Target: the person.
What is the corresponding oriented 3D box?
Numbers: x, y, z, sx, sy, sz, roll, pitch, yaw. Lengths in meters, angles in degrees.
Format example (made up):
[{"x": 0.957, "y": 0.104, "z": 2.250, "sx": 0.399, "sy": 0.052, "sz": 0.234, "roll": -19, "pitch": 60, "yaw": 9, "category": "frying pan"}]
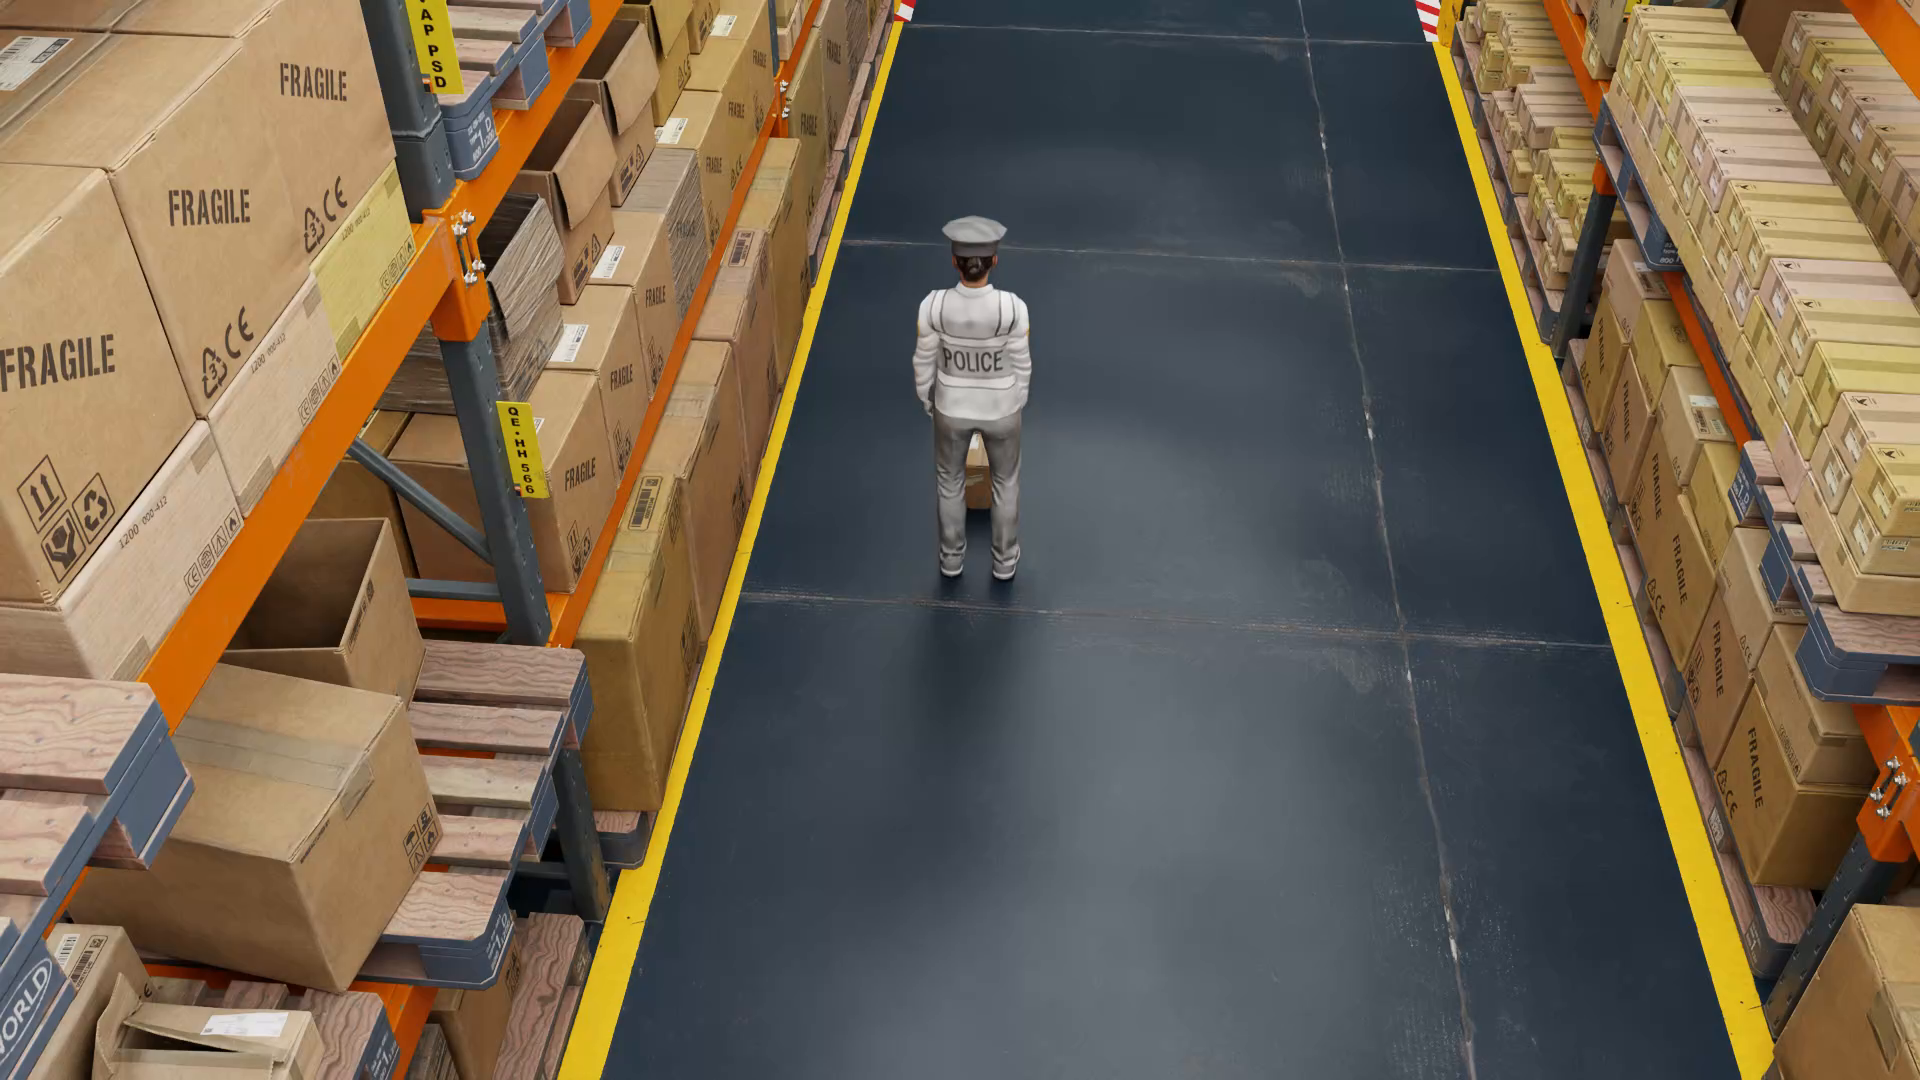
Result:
[{"x": 0.050, "y": -0.540, "z": 6.805, "sx": 0.476, "sy": 1.661, "sz": 0.338, "roll": 3, "pitch": 40, "yaw": 4, "category": "person"}]
